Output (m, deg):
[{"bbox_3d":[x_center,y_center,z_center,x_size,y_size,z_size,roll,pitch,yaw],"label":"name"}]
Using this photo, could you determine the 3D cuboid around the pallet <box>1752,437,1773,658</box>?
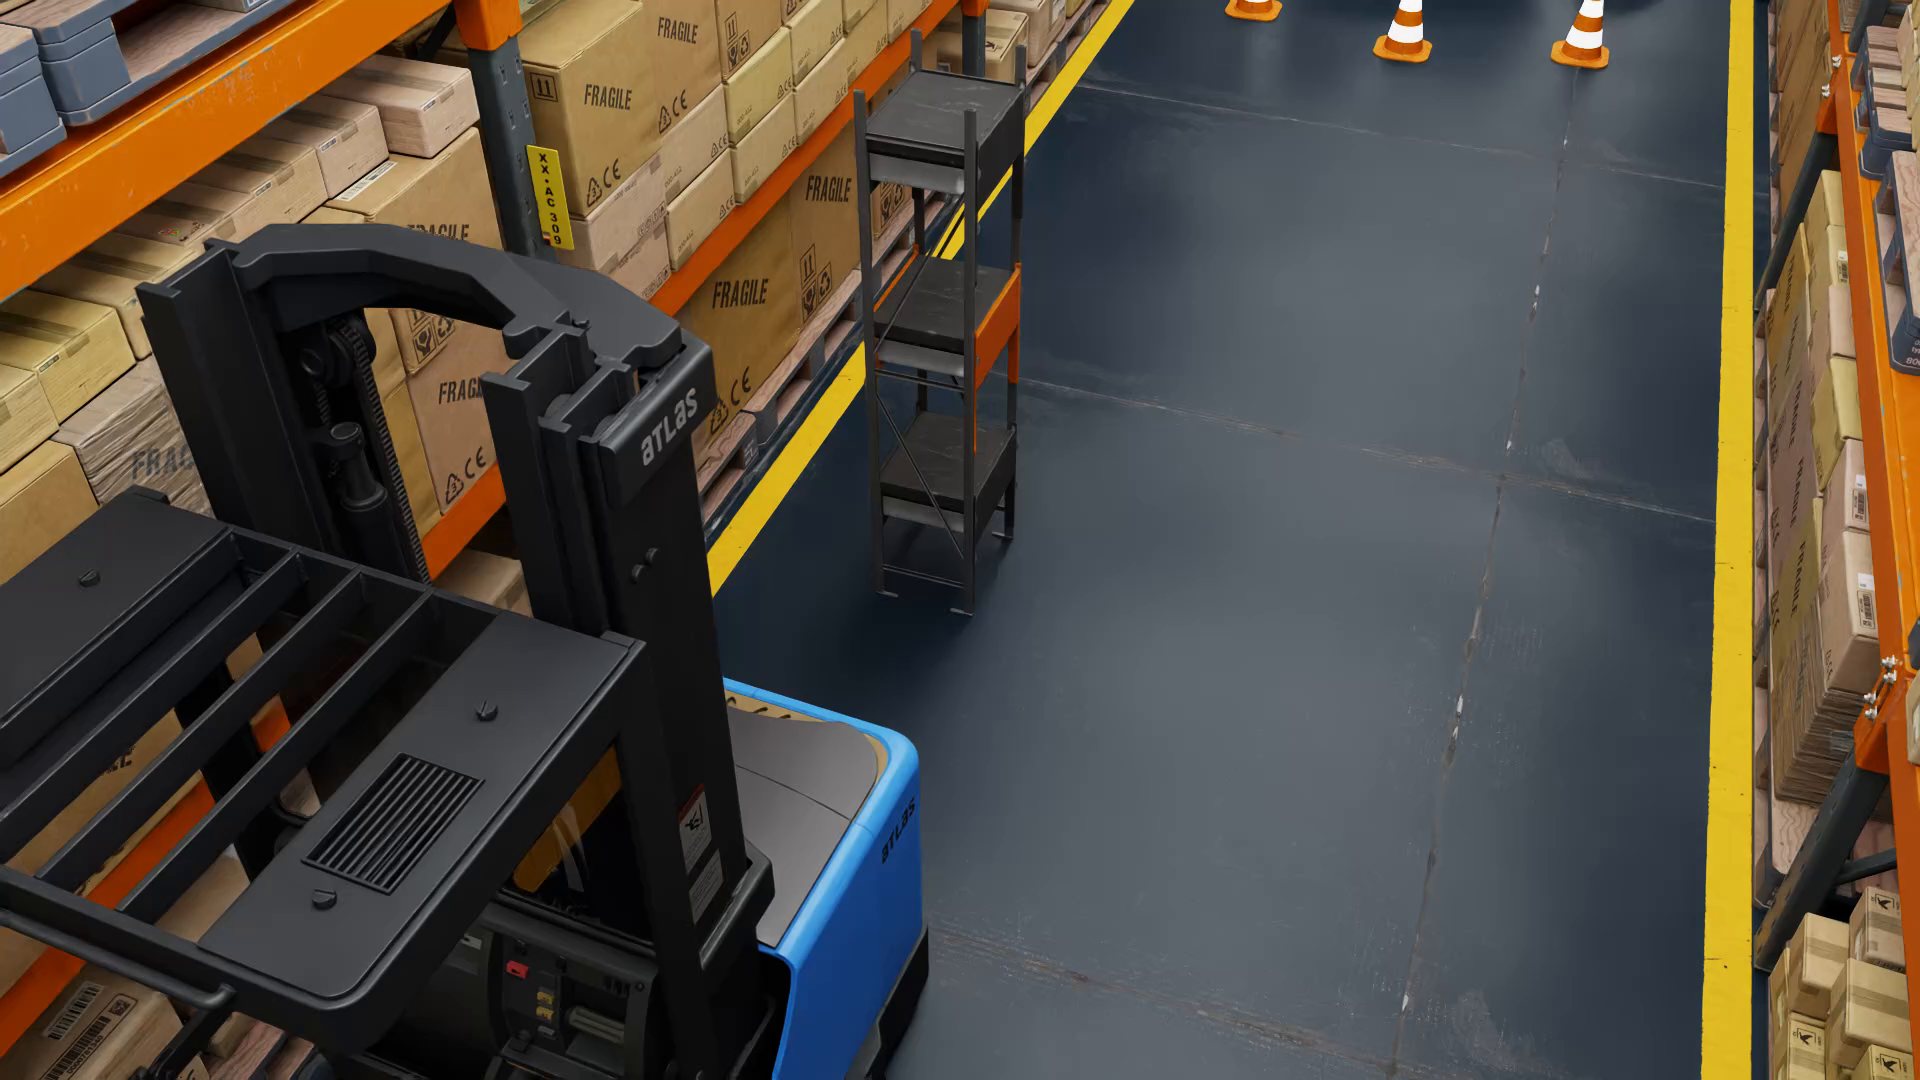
[{"bbox_3d":[3.642,0.110,6.458,1.003,0.211,1.213,13,42,15],"label":"pallet"}]

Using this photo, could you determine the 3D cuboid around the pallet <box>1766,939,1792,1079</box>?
[{"bbox_3d":[2.765,1.749,4.537,1.003,0.211,1.213,13,42,15],"label":"pallet"}]

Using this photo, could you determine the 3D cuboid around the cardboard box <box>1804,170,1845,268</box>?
[{"bbox_3d":[3.866,-1.296,6.982,0.500,0.250,0.500,11,42,13],"label":"cardboard box"}]

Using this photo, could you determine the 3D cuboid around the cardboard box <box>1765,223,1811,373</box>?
[{"bbox_3d":[3.848,-1.003,7.217,0.500,0.500,0.500,12,42,13],"label":"cardboard box"}]

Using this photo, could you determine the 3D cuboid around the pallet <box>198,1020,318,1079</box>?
[{"bbox_3d":[-2.474,1.488,4.843,1.003,0.211,1.213,13,42,15],"label":"pallet"}]

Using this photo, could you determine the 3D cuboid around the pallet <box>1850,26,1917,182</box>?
[{"bbox_3d":[4.186,-1.637,6.506,1.213,0.211,1.003,13,42,15],"label":"pallet"}]

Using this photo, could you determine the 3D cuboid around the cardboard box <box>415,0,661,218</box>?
[{"bbox_3d":[-1.304,-1.389,5.220,0.500,0.500,0.500,14,42,16],"label":"cardboard box"}]

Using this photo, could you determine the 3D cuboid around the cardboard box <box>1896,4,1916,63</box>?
[{"bbox_3d":[3.987,-2.005,6.659,0.380,0.149,0.250,13,42,14],"label":"cardboard box"}]

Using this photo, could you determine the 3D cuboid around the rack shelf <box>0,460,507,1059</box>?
[{"bbox_3d":[-2.409,0.727,4.140,1.077,0.370,4.000,13,42,15],"label":"rack shelf"}]

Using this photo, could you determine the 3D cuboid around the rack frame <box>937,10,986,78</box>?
[{"bbox_3d":[-0.357,-3.206,8.196,1.000,3.000,0.127,13,42,15],"label":"rack frame"}]

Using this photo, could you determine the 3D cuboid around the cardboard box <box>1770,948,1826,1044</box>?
[{"bbox_3d":[2.535,1.347,4.734,0.380,0.149,0.250,12,42,13],"label":"cardboard box"}]

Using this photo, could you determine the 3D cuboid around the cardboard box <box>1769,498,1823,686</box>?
[{"bbox_3d":[3.154,0.242,5.758,0.500,0.500,0.500,12,42,14],"label":"cardboard box"}]

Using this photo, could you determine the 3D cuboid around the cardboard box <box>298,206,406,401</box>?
[{"bbox_3d":[-1.808,-0.528,4.210,0.500,0.500,0.500,13,42,14],"label":"cardboard box"}]

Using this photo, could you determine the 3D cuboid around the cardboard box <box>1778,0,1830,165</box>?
[{"bbox_3d":[4.918,-2.358,8.613,1.050,0.750,0.750,14,42,16],"label":"cardboard box"}]

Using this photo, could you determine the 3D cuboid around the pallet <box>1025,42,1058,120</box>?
[{"bbox_3d":[-0.088,-2.621,9.660,1.003,0.211,1.213,13,42,15],"label":"pallet"}]

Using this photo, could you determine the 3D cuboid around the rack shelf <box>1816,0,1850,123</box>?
[{"bbox_3d":[5.013,-3.115,8.644,1.077,0.370,4.000,13,42,15],"label":"rack shelf"}]

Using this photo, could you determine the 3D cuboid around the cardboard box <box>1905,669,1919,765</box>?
[{"bbox_3d":[2.557,0.467,4.085,0.380,0.149,0.250,15,43,17],"label":"cardboard box"}]

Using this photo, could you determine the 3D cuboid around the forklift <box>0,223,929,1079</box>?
[{"bbox_3d":[-1.130,0.996,3.325,1.130,2.935,3.031,15,43,17],"label":"forklift"}]

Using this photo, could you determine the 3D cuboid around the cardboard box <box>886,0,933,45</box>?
[{"bbox_3d":[-0.446,-2.467,7.447,0.500,0.250,0.500,14,42,16],"label":"cardboard box"}]

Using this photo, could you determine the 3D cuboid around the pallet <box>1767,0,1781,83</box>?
[{"bbox_3d":[5.504,-3.060,10.174,1.003,0.211,1.213,13,42,15],"label":"pallet"}]

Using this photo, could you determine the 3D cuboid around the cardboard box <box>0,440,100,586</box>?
[{"bbox_3d":[-2.152,0.089,3.487,0.500,0.500,0.500,13,42,15],"label":"cardboard box"}]

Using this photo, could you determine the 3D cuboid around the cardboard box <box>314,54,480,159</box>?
[{"bbox_3d":[-1.531,-1.173,4.466,0.380,0.149,0.250,12,42,14],"label":"cardboard box"}]

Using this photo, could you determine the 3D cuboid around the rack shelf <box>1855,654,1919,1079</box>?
[{"bbox_3d":[2.277,1.765,2.925,1.077,0.370,4.000,13,42,15],"label":"rack shelf"}]

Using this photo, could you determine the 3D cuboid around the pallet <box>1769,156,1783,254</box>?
[{"bbox_3d":[4.670,-1.572,8.430,1.003,0.211,1.213,13,42,15],"label":"pallet"}]

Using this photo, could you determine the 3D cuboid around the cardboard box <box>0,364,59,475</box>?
[{"bbox_3d":[-2.098,-0.254,3.389,0.380,0.149,0.250,13,42,15],"label":"cardboard box"}]

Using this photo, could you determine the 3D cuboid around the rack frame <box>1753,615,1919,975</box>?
[{"bbox_3d":[2.961,0.271,4.121,1.000,3.000,0.127,13,42,15],"label":"rack frame"}]

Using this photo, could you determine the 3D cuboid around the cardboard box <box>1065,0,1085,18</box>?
[{"bbox_3d":[0.355,-3.621,10.384,0.950,0.372,0.625,15,43,17],"label":"cardboard box"}]

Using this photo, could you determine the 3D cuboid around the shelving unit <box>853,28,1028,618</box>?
[{"bbox_3d":[-0.057,-0.698,5.950,0.431,2.100,0.503,13,42,15],"label":"shelving unit"}]

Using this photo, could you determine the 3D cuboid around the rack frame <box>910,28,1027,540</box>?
[{"bbox_3d":[0.027,-0.847,6.125,0.400,2.100,0.015,13,42,15],"label":"rack frame"}]

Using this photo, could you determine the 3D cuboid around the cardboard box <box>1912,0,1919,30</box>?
[{"bbox_3d":[3.975,-2.096,6.536,0.380,0.149,0.250,15,43,17],"label":"cardboard box"}]

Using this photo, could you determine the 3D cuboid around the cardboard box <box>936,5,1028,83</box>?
[{"bbox_3d":[-0.154,-2.708,9.314,0.950,0.372,0.625,11,42,12],"label":"cardboard box"}]

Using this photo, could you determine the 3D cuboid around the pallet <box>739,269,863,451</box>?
[{"bbox_3d":[-1.116,-0.939,7.688,1.003,0.211,1.213,13,42,15],"label":"pallet"}]

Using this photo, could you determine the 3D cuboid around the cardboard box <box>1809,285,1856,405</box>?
[{"bbox_3d":[3.511,-0.688,6.270,0.500,0.250,0.500,14,42,15],"label":"cardboard box"}]

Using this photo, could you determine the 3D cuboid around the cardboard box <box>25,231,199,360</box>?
[{"bbox_3d":[-1.939,-0.567,3.756,0.380,0.149,0.250,13,42,15],"label":"cardboard box"}]

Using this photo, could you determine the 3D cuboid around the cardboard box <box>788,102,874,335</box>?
[{"bbox_3d":[-0.980,-1.611,7.641,0.875,0.875,0.875,14,42,16],"label":"cardboard box"}]

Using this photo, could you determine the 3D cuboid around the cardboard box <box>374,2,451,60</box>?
[{"bbox_3d":[-1.808,-1.513,5.364,0.500,0.500,0.500,15,43,16],"label":"cardboard box"}]

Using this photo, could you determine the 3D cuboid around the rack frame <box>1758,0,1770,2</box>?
[{"bbox_3d":[5.697,-4.608,9.840,1.000,3.000,0.127,13,42,15],"label":"rack frame"}]

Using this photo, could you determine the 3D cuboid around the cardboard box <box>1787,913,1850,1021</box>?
[{"bbox_3d":[2.537,1.233,4.638,0.380,0.149,0.250,15,43,17],"label":"cardboard box"}]

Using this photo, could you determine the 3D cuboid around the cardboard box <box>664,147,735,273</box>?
[{"bbox_3d":[-1.151,-1.235,6.002,0.500,0.250,0.500,12,42,14],"label":"cardboard box"}]

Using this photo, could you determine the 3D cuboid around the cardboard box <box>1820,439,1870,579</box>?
[{"bbox_3d":[3.167,-0.044,5.515,0.500,0.250,0.500,15,43,17],"label":"cardboard box"}]

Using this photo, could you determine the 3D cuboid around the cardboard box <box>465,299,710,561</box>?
[{"bbox_3d":[-1.588,-0.513,6.354,0.875,0.875,0.875,15,43,16],"label":"cardboard box"}]

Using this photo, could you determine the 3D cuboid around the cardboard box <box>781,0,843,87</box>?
[{"bbox_3d":[-0.789,-2.040,6.560,0.500,0.250,0.500,12,42,14],"label":"cardboard box"}]

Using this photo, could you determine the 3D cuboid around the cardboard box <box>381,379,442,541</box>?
[{"bbox_3d":[-1.814,-0.149,4.537,0.500,0.500,0.500,12,42,14],"label":"cardboard box"}]

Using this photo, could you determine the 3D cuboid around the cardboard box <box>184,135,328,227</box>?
[{"bbox_3d":[-1.818,-0.886,4.130,0.380,0.149,0.250,13,42,15],"label":"cardboard box"}]

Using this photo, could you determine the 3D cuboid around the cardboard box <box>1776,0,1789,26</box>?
[{"bbox_3d":[5.569,-3.514,9.967,1.050,0.750,0.750,13,42,15],"label":"cardboard box"}]

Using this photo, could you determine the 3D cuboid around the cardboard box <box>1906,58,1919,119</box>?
[{"bbox_3d":[3.803,-1.676,6.274,0.380,0.149,0.250,15,43,17],"label":"cardboard box"}]

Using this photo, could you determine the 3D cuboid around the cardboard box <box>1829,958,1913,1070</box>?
[{"bbox_3d":[2.499,1.288,4.343,0.380,0.149,0.250,15,43,17],"label":"cardboard box"}]

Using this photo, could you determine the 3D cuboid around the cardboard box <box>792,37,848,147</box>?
[{"bbox_3d":[-0.781,-1.847,6.719,0.500,0.250,0.500,13,42,14],"label":"cardboard box"}]

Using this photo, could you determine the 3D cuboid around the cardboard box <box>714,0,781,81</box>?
[{"bbox_3d":[-0.982,-2.011,5.948,0.500,0.500,0.500,12,42,14],"label":"cardboard box"}]

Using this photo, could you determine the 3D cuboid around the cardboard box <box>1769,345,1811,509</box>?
[{"bbox_3d":[3.508,-0.381,6.488,0.500,0.500,0.500,12,42,14],"label":"cardboard box"}]

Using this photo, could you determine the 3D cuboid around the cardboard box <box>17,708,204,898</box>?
[{"bbox_3d":[-2.165,0.476,3.803,0.500,0.500,0.500,15,43,17],"label":"cardboard box"}]

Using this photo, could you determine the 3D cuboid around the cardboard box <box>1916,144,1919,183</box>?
[{"bbox_3d":[3.623,-1.349,5.890,0.380,0.149,0.250,15,43,16],"label":"cardboard box"}]

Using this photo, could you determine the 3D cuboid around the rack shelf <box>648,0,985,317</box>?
[{"bbox_3d":[-1.041,-1.712,7.000,1.077,0.370,4.000,13,42,15],"label":"rack shelf"}]

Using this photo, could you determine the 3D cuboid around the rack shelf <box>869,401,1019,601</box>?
[{"bbox_3d":[-0.057,-0.155,6.413,0.431,0.518,0.480,13,42,15],"label":"rack shelf"}]

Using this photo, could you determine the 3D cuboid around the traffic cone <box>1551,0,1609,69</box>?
[{"bbox_3d":[3.819,-3.160,10.098,0.336,0.463,0.334,13,42,15],"label":"traffic cone"}]

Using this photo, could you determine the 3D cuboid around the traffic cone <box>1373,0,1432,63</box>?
[{"bbox_3d":[2.743,-3.214,10.161,0.336,0.463,0.334,13,42,15],"label":"traffic cone"}]

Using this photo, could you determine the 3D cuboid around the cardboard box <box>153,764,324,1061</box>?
[{"bbox_3d":[-2.346,0.954,4.971,0.875,0.438,0.875,12,42,14],"label":"cardboard box"}]

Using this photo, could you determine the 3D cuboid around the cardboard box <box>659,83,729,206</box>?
[{"bbox_3d":[-1.157,-1.429,5.844,0.500,0.250,0.500,14,42,16],"label":"cardboard box"}]
